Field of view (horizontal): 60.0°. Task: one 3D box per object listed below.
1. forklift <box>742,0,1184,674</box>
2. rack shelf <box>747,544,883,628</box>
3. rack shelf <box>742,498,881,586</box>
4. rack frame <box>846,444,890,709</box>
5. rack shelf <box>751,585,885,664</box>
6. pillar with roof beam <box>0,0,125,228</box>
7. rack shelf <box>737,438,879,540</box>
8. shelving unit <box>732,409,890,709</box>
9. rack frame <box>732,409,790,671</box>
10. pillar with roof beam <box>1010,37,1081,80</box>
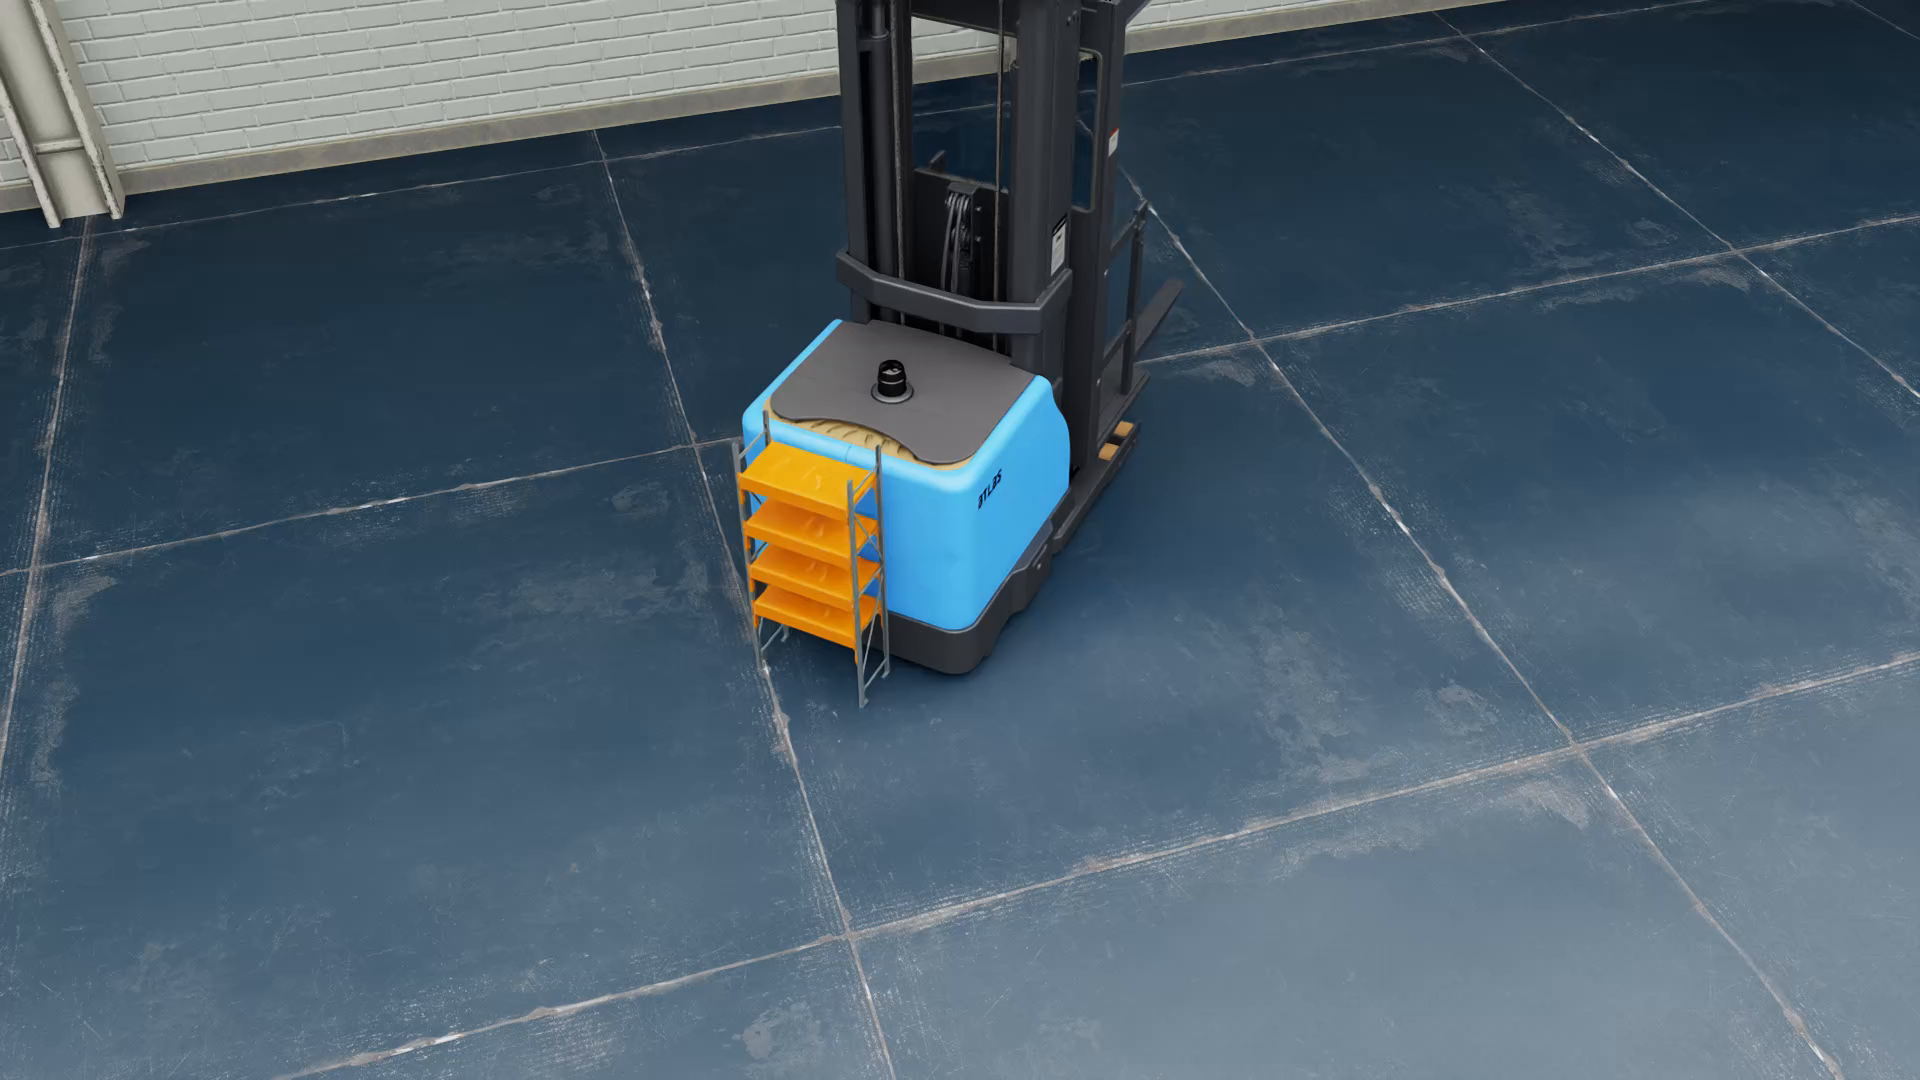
[{"bbox_3d":[0.223,-1.518,7.109,1.130,2.935,3.031,18,44,19],"label":"forklift"},{"bbox_3d":[-0.571,0.147,6.621,0.480,0.148,0.258,18,44,19],"label":"rack shelf"},{"bbox_3d":[-0.572,-0.021,6.474,0.480,0.148,0.258,18,44,19],"label":"rack shelf"},{"bbox_3d":[-0.352,0.167,6.496,0.015,1.200,0.240,18,44,19],"label":"rack frame"},{"bbox_3d":[-0.571,0.297,6.752,0.480,0.148,0.258,18,44,19],"label":"rack shelf"},{"bbox_3d":[-3.863,-2.638,3.779,0.400,9.000,9.100,-12,42,-13],"label":"pillar with roof beam"},{"bbox_3d":[-0.572,-0.199,6.318,0.480,0.148,0.258,18,44,19],"label":"rack shelf"},{"bbox_3d":[-0.571,0.097,6.577,0.503,1.200,0.258,18,44,19],"label":"shelving unit"},{"bbox_3d":[-0.791,0.026,6.658,0.015,1.200,0.240,18,44,19],"label":"rack frame"},{"bbox_3d":[1.860,-3.824,5.137,0.400,9.000,9.100,-12,42,-13],"label":"pillar with roof beam"}]
